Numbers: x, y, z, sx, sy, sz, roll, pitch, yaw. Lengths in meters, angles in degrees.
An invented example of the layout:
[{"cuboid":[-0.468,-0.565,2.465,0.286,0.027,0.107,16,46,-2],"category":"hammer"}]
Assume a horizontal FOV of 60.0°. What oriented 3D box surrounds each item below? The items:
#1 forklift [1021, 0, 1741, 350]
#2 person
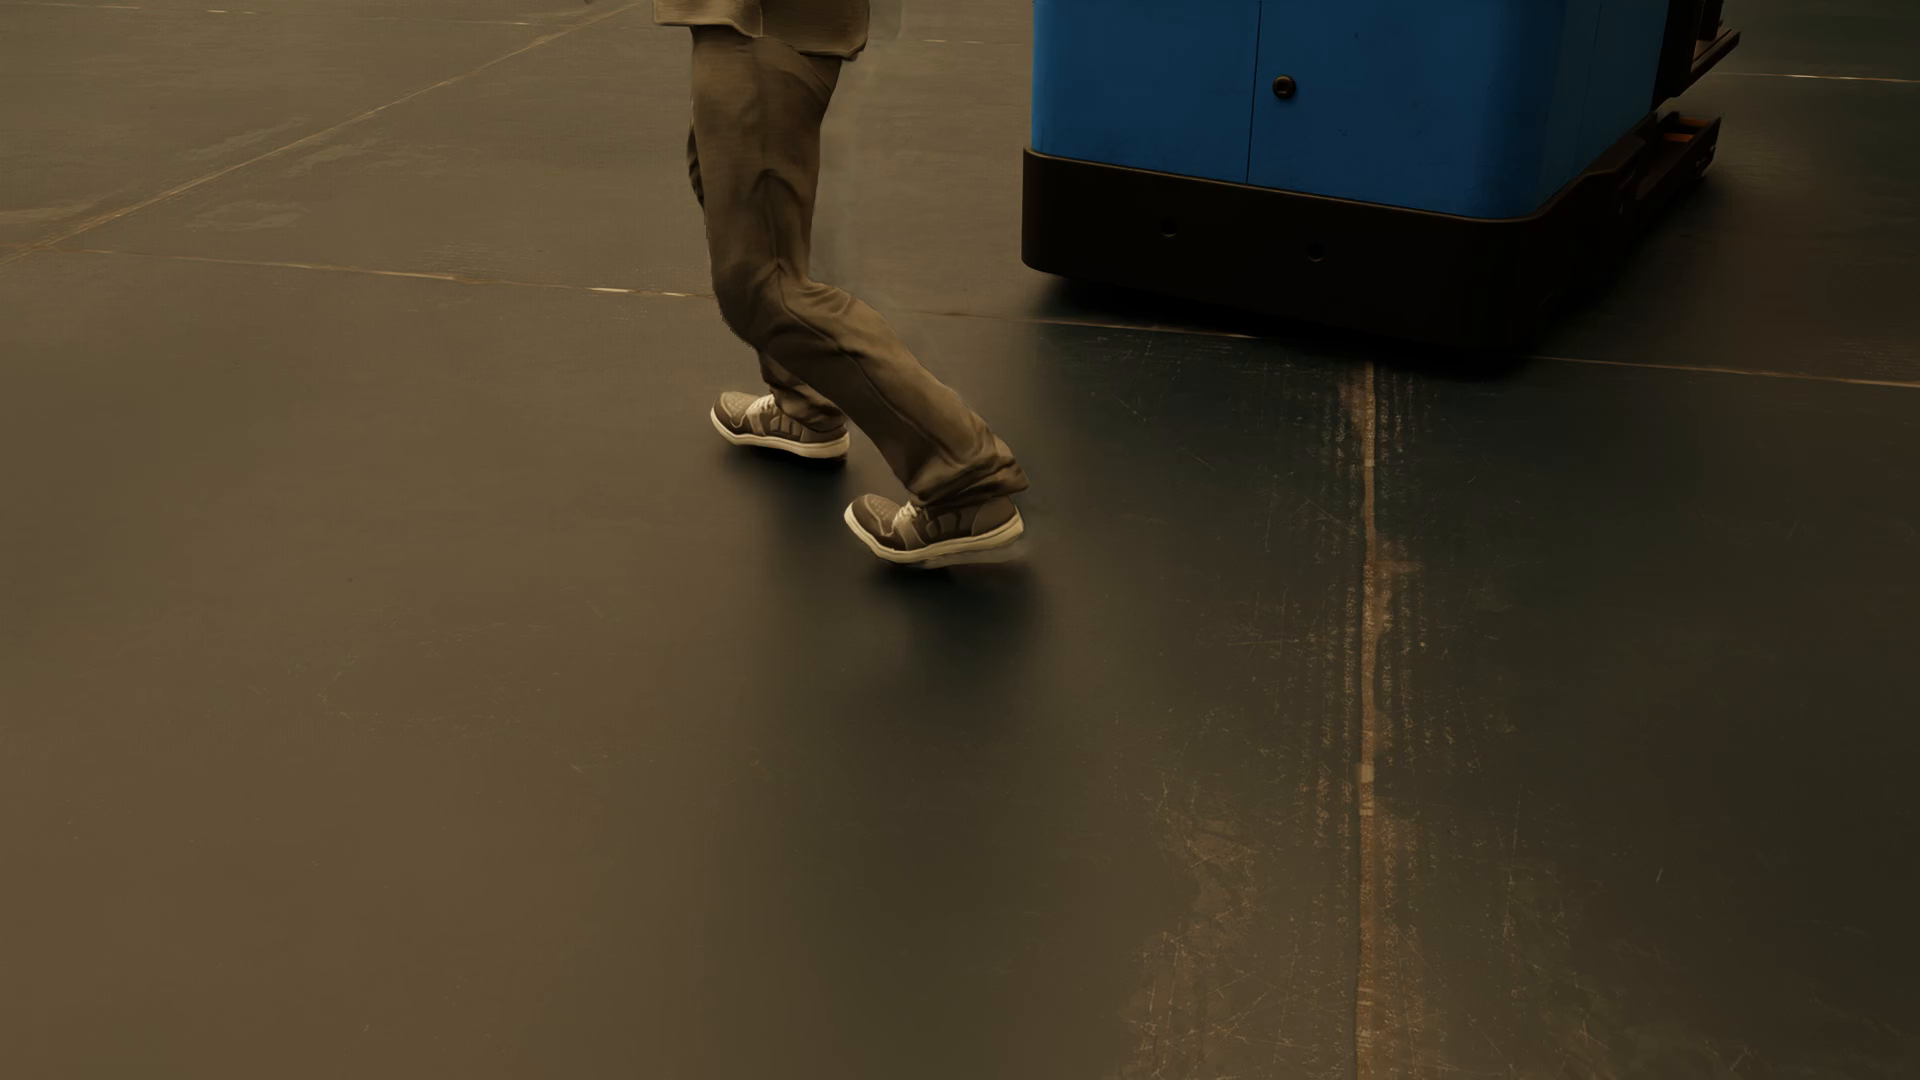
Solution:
[{"cuboid":[1.336,-2.274,3.754,1.130,2.935,3.031,16,31,28],"category":"forklift"},{"cuboid":[-0.268,-0.752,2.362,0.794,1.450,0.712,3,27,5],"category":"person"}]
